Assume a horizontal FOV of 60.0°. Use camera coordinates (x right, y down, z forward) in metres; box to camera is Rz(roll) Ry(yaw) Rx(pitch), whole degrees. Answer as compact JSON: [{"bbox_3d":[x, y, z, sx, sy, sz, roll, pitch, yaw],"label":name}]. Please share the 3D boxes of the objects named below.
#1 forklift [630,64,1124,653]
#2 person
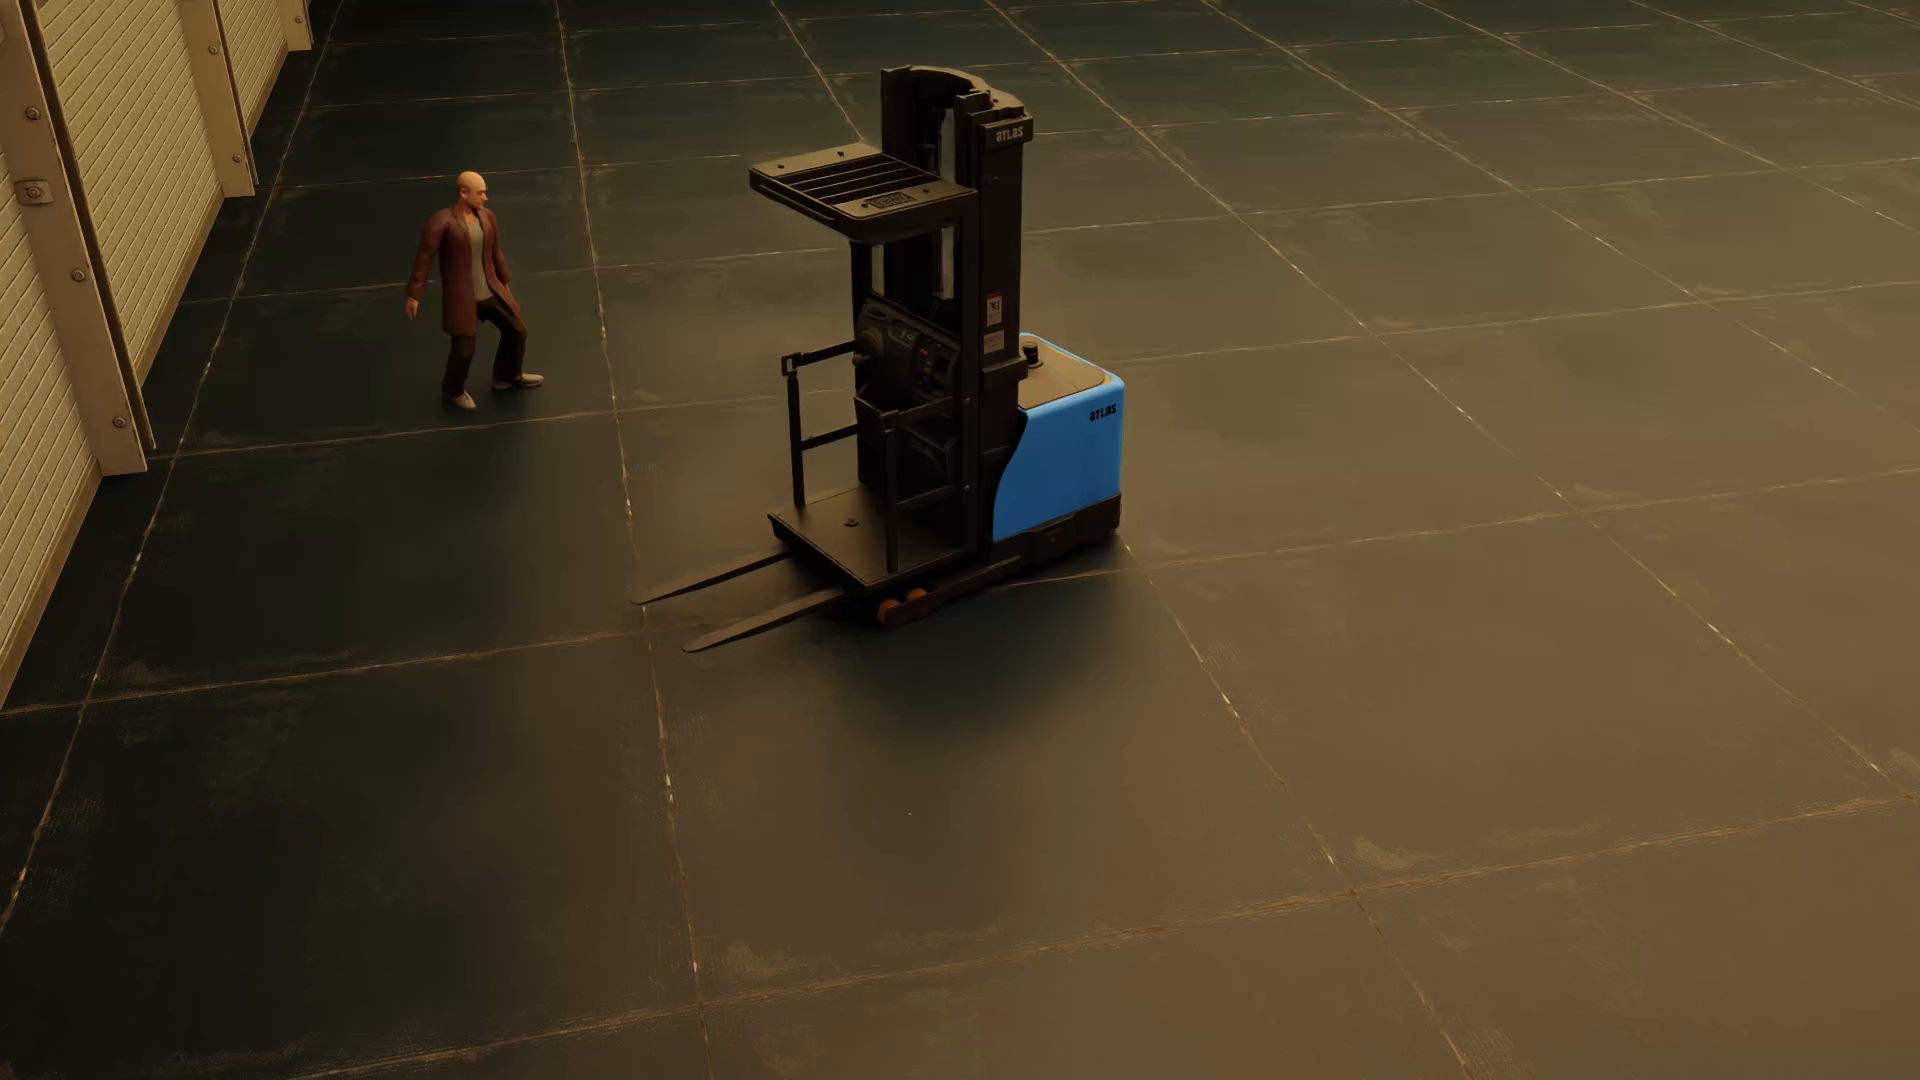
[{"bbox_3d":[-0.472,-1.056,9.400,3.031,2.935,1.130,-21,36,-31],"label":"forklift"},{"bbox_3d":[-3.527,-1.765,11.895,0.550,1.758,0.932,24,38,35],"label":"person"}]
